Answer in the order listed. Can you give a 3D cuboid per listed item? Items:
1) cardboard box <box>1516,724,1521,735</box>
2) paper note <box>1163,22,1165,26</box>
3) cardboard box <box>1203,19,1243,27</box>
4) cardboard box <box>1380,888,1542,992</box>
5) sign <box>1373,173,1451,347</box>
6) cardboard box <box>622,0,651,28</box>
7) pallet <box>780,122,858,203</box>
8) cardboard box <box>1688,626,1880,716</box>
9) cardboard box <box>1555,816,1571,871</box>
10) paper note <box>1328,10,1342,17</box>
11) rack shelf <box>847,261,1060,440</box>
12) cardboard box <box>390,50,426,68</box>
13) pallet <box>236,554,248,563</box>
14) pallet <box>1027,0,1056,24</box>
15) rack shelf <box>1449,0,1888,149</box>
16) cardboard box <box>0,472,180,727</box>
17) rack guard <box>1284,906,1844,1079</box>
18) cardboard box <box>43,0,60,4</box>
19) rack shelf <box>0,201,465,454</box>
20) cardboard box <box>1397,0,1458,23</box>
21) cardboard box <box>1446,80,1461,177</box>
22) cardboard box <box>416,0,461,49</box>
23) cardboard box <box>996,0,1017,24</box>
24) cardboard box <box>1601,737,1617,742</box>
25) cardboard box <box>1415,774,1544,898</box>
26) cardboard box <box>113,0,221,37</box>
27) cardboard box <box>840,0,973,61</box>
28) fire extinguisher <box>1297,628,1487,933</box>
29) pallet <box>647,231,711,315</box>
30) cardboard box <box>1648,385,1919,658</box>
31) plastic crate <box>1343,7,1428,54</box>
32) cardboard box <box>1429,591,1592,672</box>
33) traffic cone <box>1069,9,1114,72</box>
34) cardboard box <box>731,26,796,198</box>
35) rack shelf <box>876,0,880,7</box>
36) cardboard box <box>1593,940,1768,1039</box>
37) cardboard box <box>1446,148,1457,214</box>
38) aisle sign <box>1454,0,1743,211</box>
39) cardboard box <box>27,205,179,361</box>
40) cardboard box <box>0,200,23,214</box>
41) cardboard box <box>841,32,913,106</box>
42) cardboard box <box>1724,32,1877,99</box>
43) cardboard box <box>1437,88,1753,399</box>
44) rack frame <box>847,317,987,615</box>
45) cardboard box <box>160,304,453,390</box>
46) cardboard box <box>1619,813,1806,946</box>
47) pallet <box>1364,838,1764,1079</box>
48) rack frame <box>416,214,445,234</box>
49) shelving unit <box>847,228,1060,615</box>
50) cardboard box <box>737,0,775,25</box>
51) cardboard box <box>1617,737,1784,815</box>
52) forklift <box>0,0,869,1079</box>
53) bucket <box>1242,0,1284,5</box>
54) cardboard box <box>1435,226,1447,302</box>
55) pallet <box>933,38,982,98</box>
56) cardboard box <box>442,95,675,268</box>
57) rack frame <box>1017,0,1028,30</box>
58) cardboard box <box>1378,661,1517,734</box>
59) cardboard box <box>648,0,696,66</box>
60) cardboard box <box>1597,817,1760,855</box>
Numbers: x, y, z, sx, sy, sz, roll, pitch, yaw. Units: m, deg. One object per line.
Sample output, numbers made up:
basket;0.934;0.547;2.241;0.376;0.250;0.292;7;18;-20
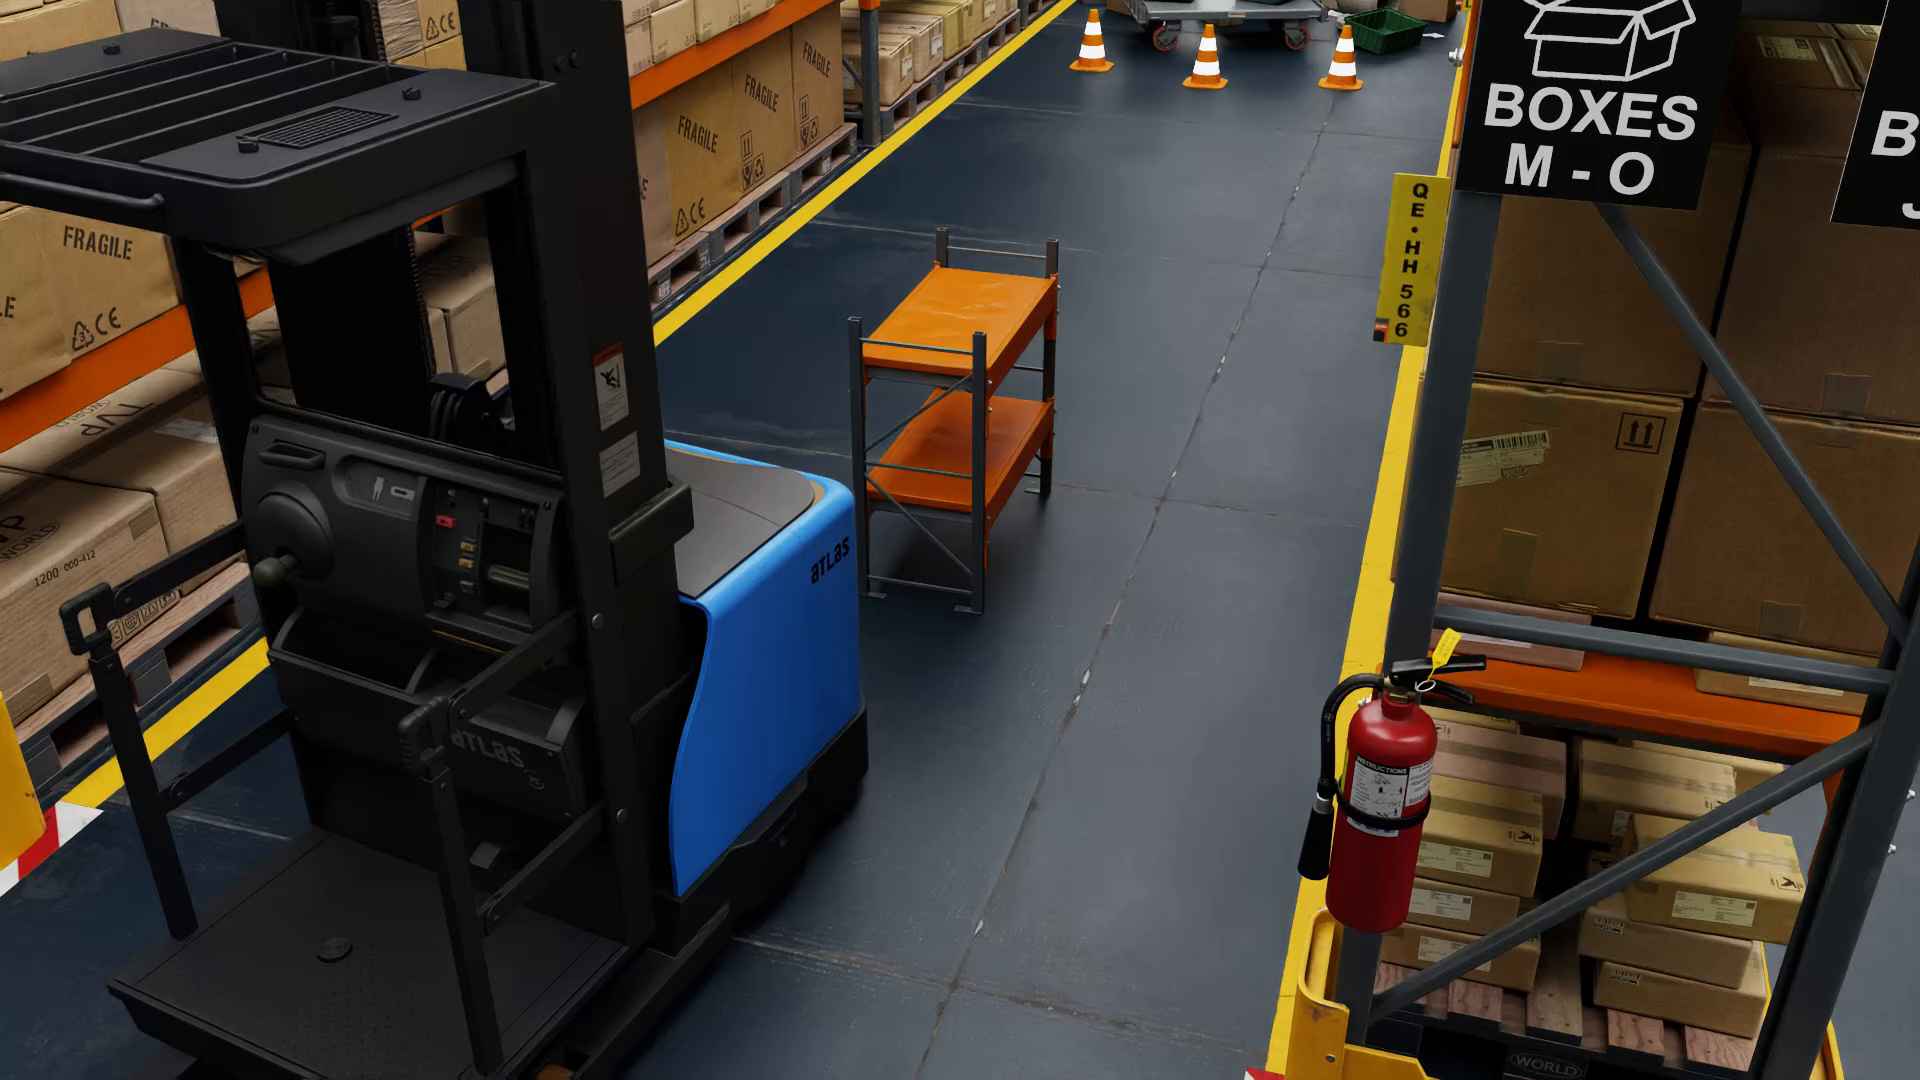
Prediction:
cardboard box;1.391;0.624;4.738;0.380;0.149;0.250;7;30;13
paper note;1.905;-4.722;15.207;0.148;0.019;0.142;8;30;15
cardboard box;2.409;-4.894;15.275;0.258;0.266;0.396;-12;31;-20
cardboard box;1.313;1.007;4.355;0.380;0.149;0.250;9;30;16
sign;0.833;-0.513;3.071;0.100;0.325;0.005;8;30;15
cardboard box;-1.831;-2.616;8.008;0.500;0.250;0.500;8;30;13
pallet;-1.359;-2.584;11.177;1.003;0.211;1.213;8;30;15
cardboard box;1.766;0.225;3.518;0.380;0.149;0.250;8;30;14
cardboard box;1.882;0.834;4.666;0.380;0.149;0.250;9;30;15
paper note;3.529;-4.949;15.623;0.172;0.023;0.155;20;35;32
rack shelf;-0.002;-0.744;6.329;0.538;0.278;1.000;8;30;15
cardboard box;-2.401;-1.615;6.465;0.500;0.500;0.500;8;30;14
pallet;-2.884;-0.169;6.838;1.003;0.211;1.213;8;30;15
pallet;0.282;-5.115;15.728;1.003;0.211;1.213;8;30;15
rack shelf;1.945;-1.707;4.387;1.077;0.370;4.000;8;30;15
cardboard box;-3.306;0.175;5.554;0.875;0.438;0.875;7;30;13
rack guard;1.380;1.276;3.942;1.175;0.500;0.348;8;30;15
cardboard box;-2.780;-1.691;4.906;0.380;0.149;0.250;8;30;13
rack shelf;-2.817;-1.055;6.301;1.077;0.370;4.000;8;30;15
cardboard box;4.355;-5.134;15.462;0.500;0.500;0.500;14;32;23
cardboard box;1.825;-1.159;5.340;0.500;0.500;0.500;8;30;14
cardboard box;-2.261;-2.286;6.643;0.500;0.500;0.500;8;30;14
cardboard box;-0.033;-4.808;14.578;0.950;0.372;0.625;9;30;16
cardboard box;2.058;0.595;4.789;0.380;0.149;0.250;9;30;16
cardboard box;1.271;0.739;4.224;0.380;0.149;0.250;9;30;15
cardboard box;-2.702;-1.585;5.382;0.500;0.500;0.500;8;30;14
cardboard box;-0.443;-4.150;13.396;0.950;0.372;0.625;10;30;17
fire extinguisher;0.843;0.467;3.288;0.296;0.674;0.183;8;30;15
pallet;-2.075;-1.450;9.139;1.003;0.211;1.213;8;30;15
cardboard box;1.754;-0.124;3.478;0.500;0.500;0.500;10;31;17
plastic crate;3.679;-4.422;14.446;0.662;0.188;0.450;-24;47;-37
cardboard box;1.183;0.137;3.676;0.380;0.149;0.250;9;30;15
traffic cone;1.093;-4.132;13.702;0.336;0.463;0.334;8;30;15
cardboard box;-1.604;-2.690;10.254;0.875;0.875;0.875;9;30;15
rack shelf;-0.469;-4.773;12.985;1.077;0.370;4.000;8;30;15
cardboard box;1.817;1.084;4.217;0.380;0.149;0.250;9;30;16
cardboard box;1.547;-1.118;4.237;0.500;0.500;0.500;10;31;17
aisle sign;1.049;-0.926;2.654;0.394;0.787;0.004;8;30;15
cardboard box;-2.867;-0.905;5.189;0.500;0.500;0.500;8;30;14
cardboard box;-2.991;-1.103;4.516;0.500;0.500;0.500;8;30;14
cardboard box;-0.880;-3.454;12.145;0.950;0.372;0.625;6;30;11
cardboard box;1.885;-0.798;3.661;0.500;0.500;0.500;9;30;16
cardboard box;1.254;-0.640;3.377;0.500;0.500;0.500;8;30;14
rack frame;-0.151;-0.252;6.046;0.500;1.125;0.032;8;30;15
cardboard box;-2.779;-0.670;7.073;0.875;0.438;0.875;8;30;13
cardboard box;1.836;0.826;4.067;0.380;0.149;0.250;7;30;13
pallet;1.652;1.030;4.681;1.003;0.211;1.213;8;30;15
rack frame;-2.230;-2.299;7.797;1.000;3.000;0.127;8;30;15
shelving unit;-0.002;-0.488;6.471;0.538;1.125;1.048;8;30;15
cardboard box;-1.377;-3.108;9.406;0.500;0.250;0.500;8;30;14
cardboard box;1.999;0.582;4.506;0.380;0.149;0.250;8;30;15
forklift;-1.404;0.024;3.692;1.130;2.935;3.031;14;32;23
bucket;2.716;-4.983;14.426;0.726;0.611;0.620;20;45;32
cardboard box;1.400;-0.439;4.044;0.500;0.500;0.500;8;30;14
pallet;-0.465;-3.867;13.485;1.003;0.211;1.213;8;30;15
cardboard box;-2.124;-1.854;8.750;0.875;0.875;0.875;9;30;16
rack frame;0.118;-6.017;14.480;1.000;3.000;0.127;8;30;15
cardboard box;1.354;0.492;4.668;0.380;0.149;0.250;8;30;14
cardboard box;-1.698;-2.641;8.566;0.500;0.250;0.500;8;30;14
cardboard box;1.891;0.825;4.375;0.380;0.149;0.250;8;30;15
